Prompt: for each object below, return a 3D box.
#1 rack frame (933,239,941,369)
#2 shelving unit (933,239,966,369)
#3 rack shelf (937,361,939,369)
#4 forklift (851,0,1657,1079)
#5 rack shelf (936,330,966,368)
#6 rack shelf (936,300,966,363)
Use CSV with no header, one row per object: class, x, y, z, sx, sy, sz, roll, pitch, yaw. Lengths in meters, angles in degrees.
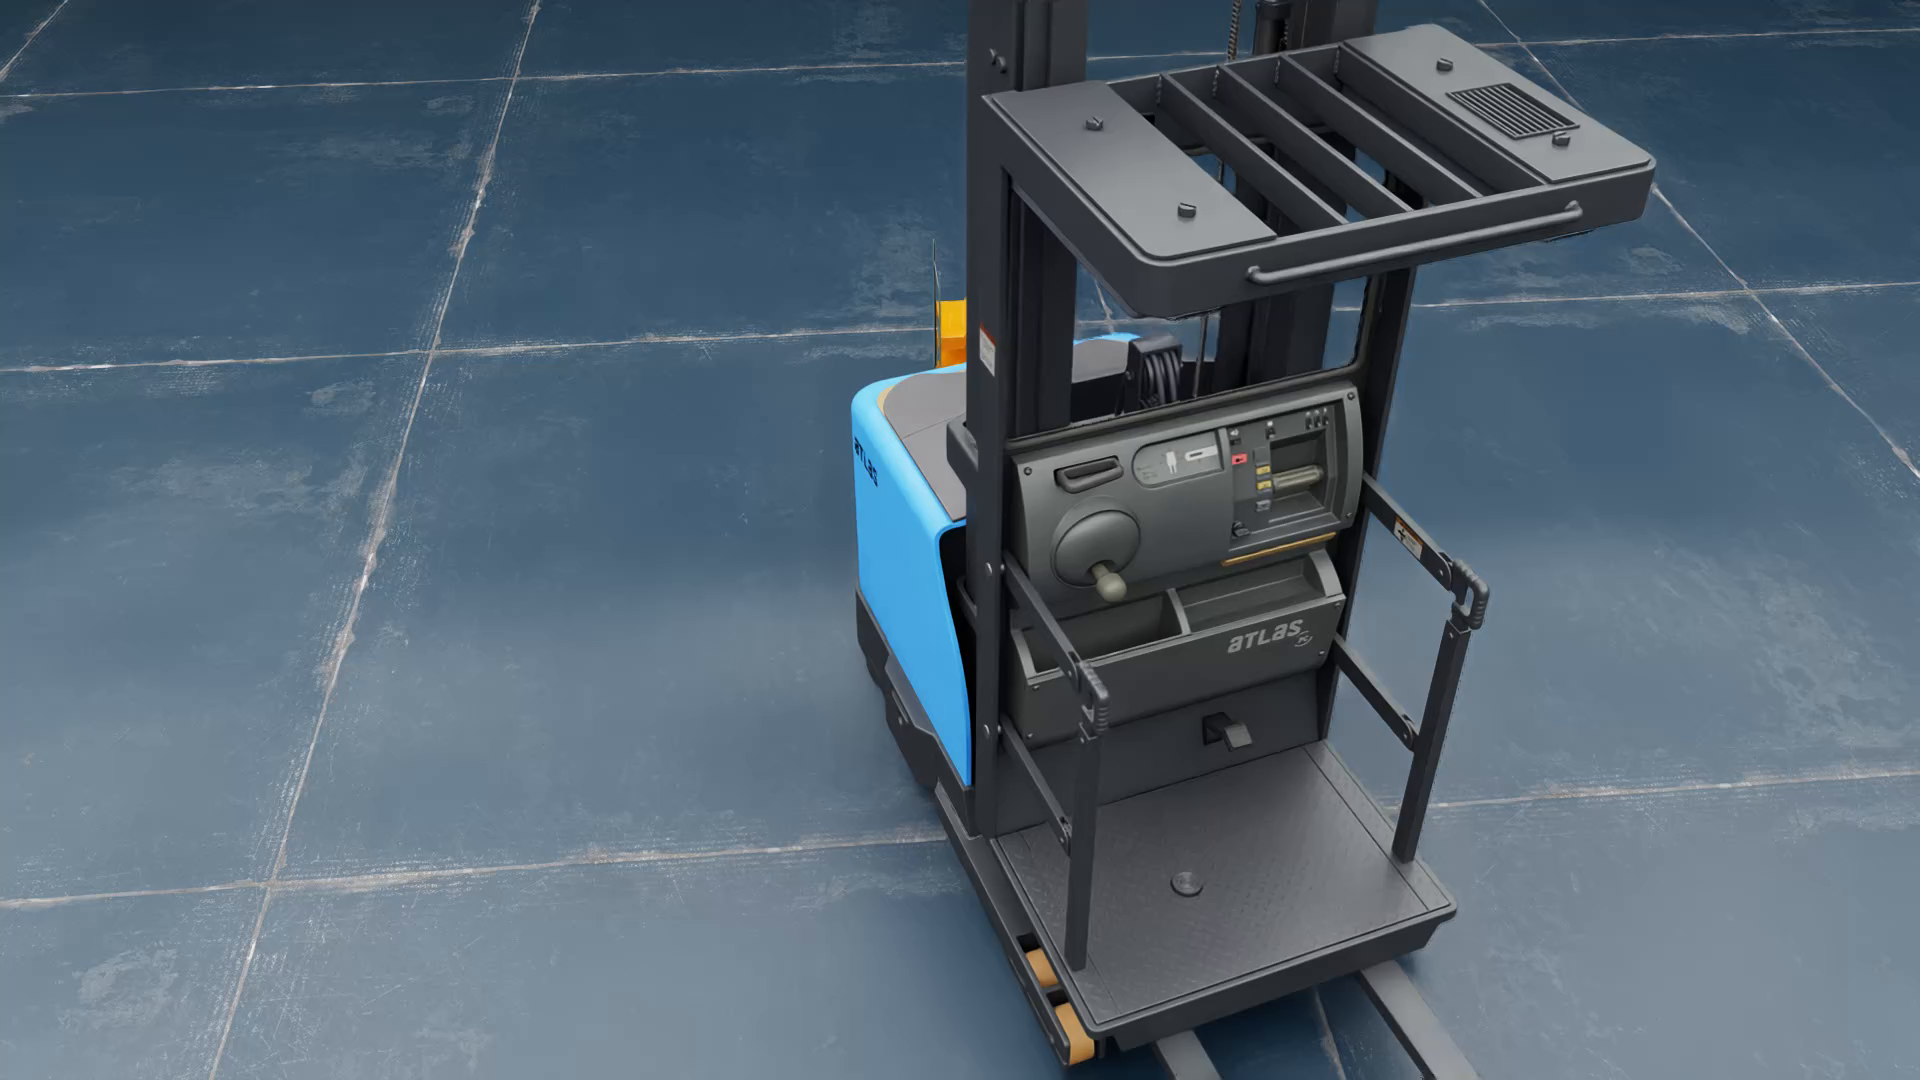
rack frame,-0.077,-0.467,5.873,0.006,1.200,0.240,-3,38,-4
shelving unit,0.014,-0.472,5.879,0.189,1.200,0.258,-3,38,-4
rack shelf,0.014,-0.531,5.833,0.180,0.103,0.258,-3,38,-4
forklift,0.658,-0.043,3.938,1.130,2.935,3.031,-14,40,-17
rack shelf,0.014,-0.625,5.758,0.180,0.103,0.258,-3,38,-4
rack shelf,0.014,-0.720,5.684,0.180,0.103,0.258,-3,38,-4
